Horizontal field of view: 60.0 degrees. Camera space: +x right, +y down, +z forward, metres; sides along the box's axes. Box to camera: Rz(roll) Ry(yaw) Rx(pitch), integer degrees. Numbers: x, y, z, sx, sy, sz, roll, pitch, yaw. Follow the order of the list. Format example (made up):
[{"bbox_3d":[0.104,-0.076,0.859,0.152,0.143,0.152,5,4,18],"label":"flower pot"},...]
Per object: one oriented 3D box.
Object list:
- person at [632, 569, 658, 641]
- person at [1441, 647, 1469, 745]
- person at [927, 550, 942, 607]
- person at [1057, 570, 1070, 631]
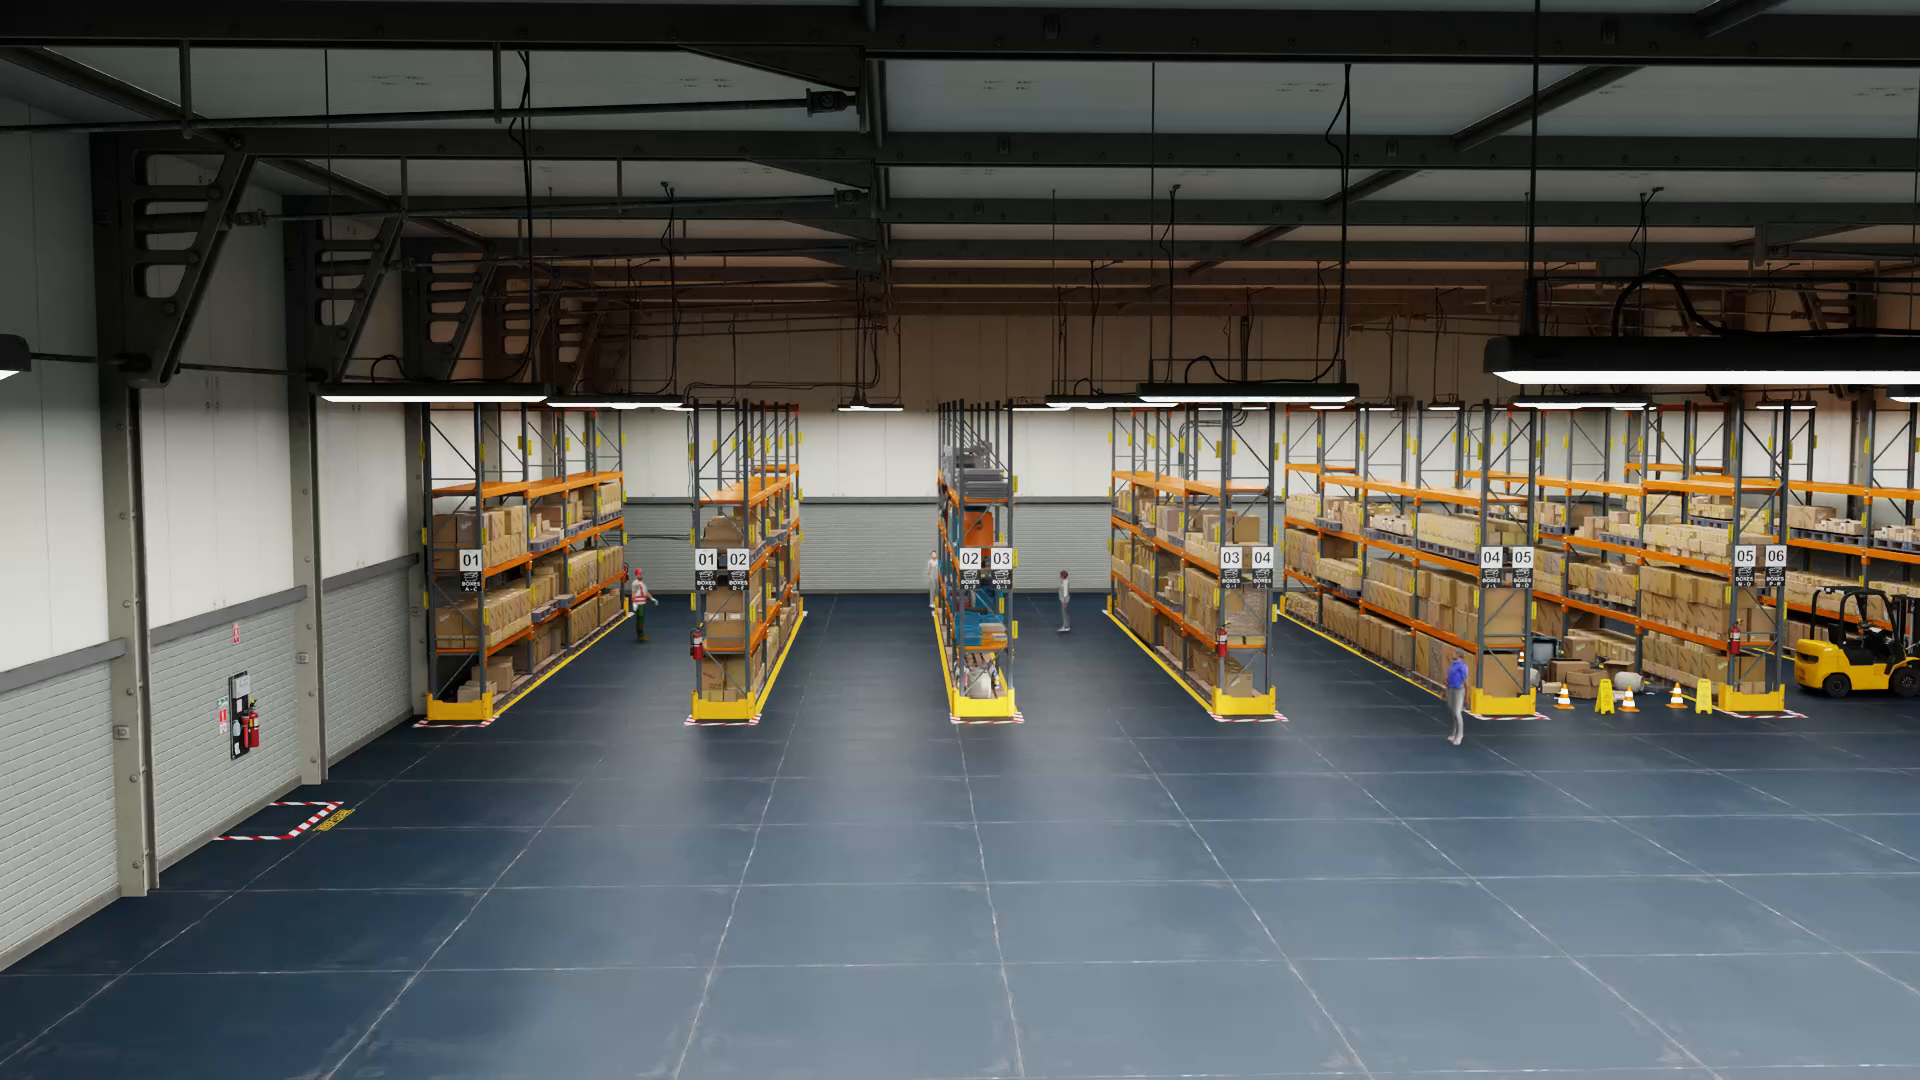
[{"bbox_3d":[-7.969,1.638,42.060,0.601,1.832,0.606,0,4,-3],"label":"person"},{"bbox_3d":[8.618,2.749,28.930,0.484,1.640,0.518,-4,6,-44],"label":"person"},{"bbox_3d":[-0.721,1.160,49.211,0.480,1.708,0.366,-3,5,-37],"label":"person"},{"bbox_3d":[2.734,1.598,43.756,0.333,1.608,0.499,0,4,-2],"label":"person"}]
